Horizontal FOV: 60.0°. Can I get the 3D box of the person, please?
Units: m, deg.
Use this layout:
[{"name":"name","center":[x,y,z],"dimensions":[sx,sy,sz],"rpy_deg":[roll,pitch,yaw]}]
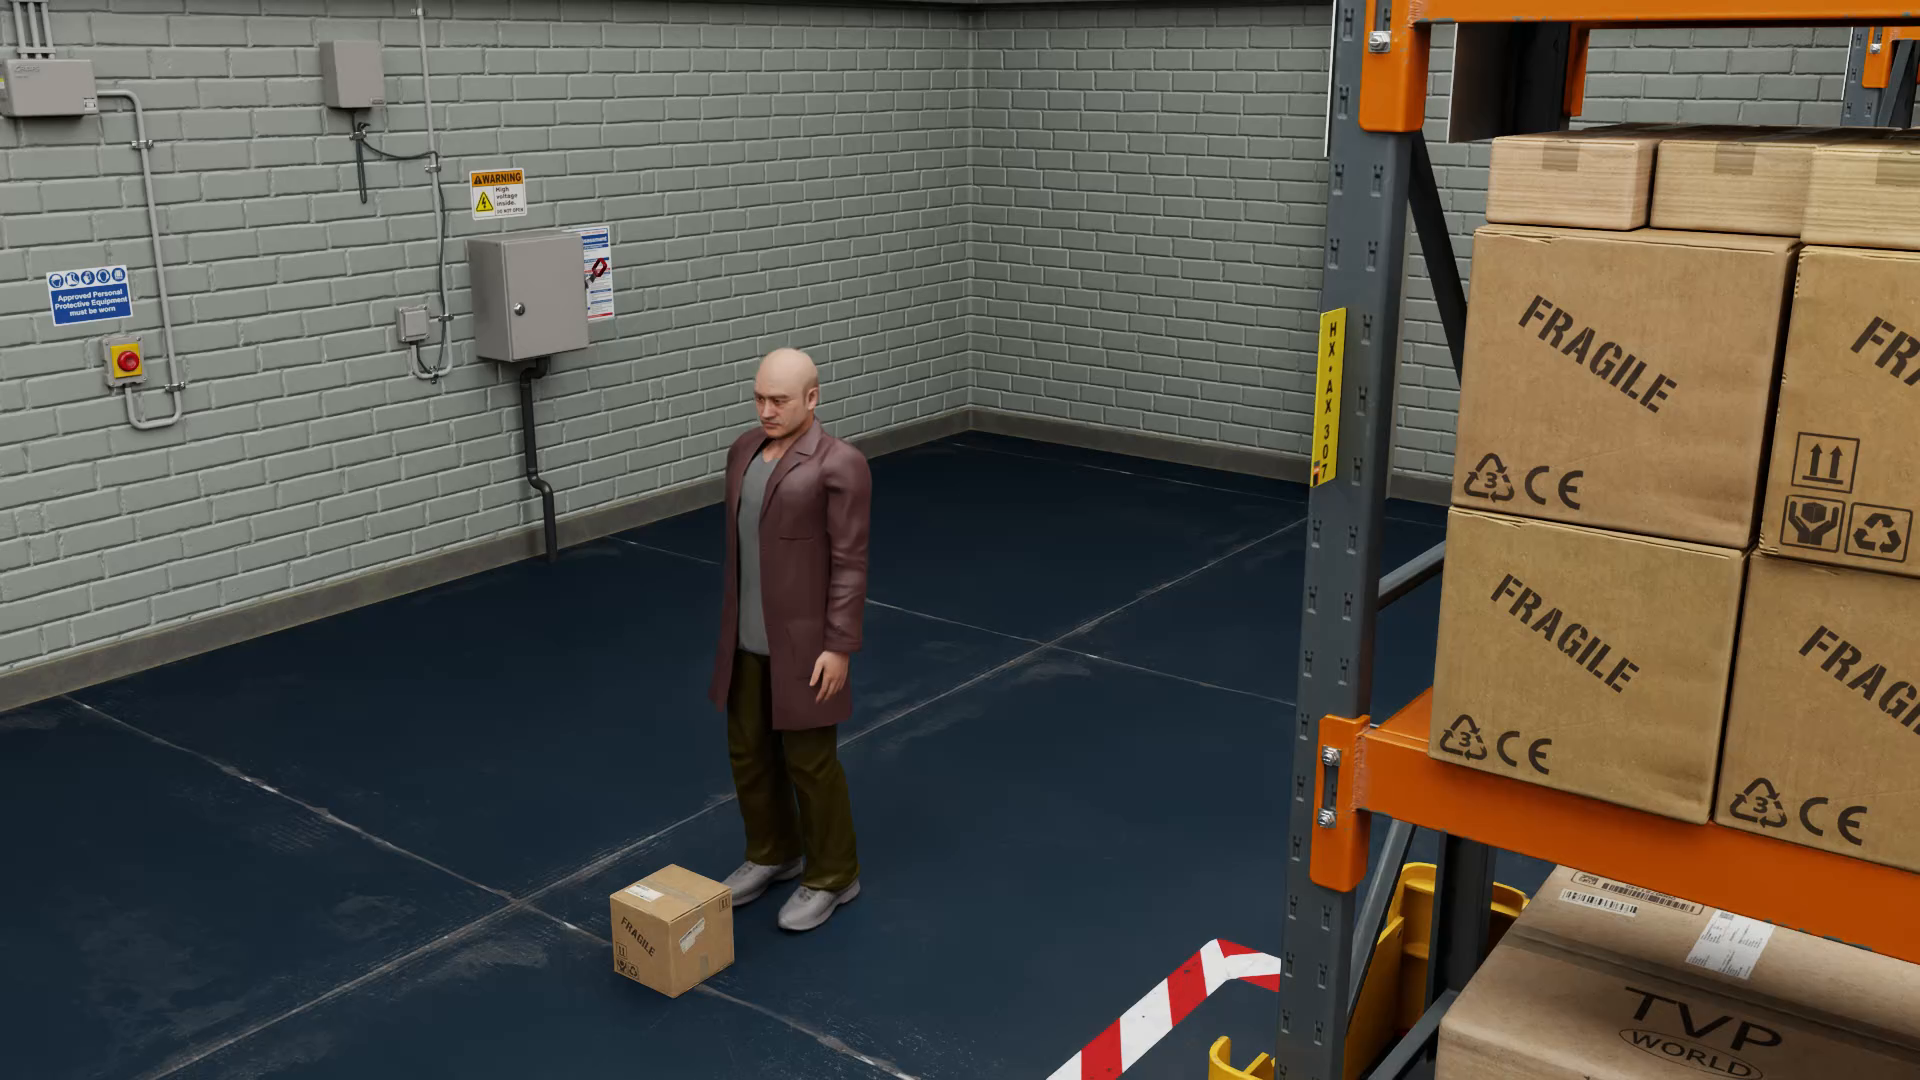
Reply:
[{"name":"person","center":[-0.524,0.302,5.038],"dimensions":[0.563,1.774,0.384],"rpy_deg":[12,20,36]}]
